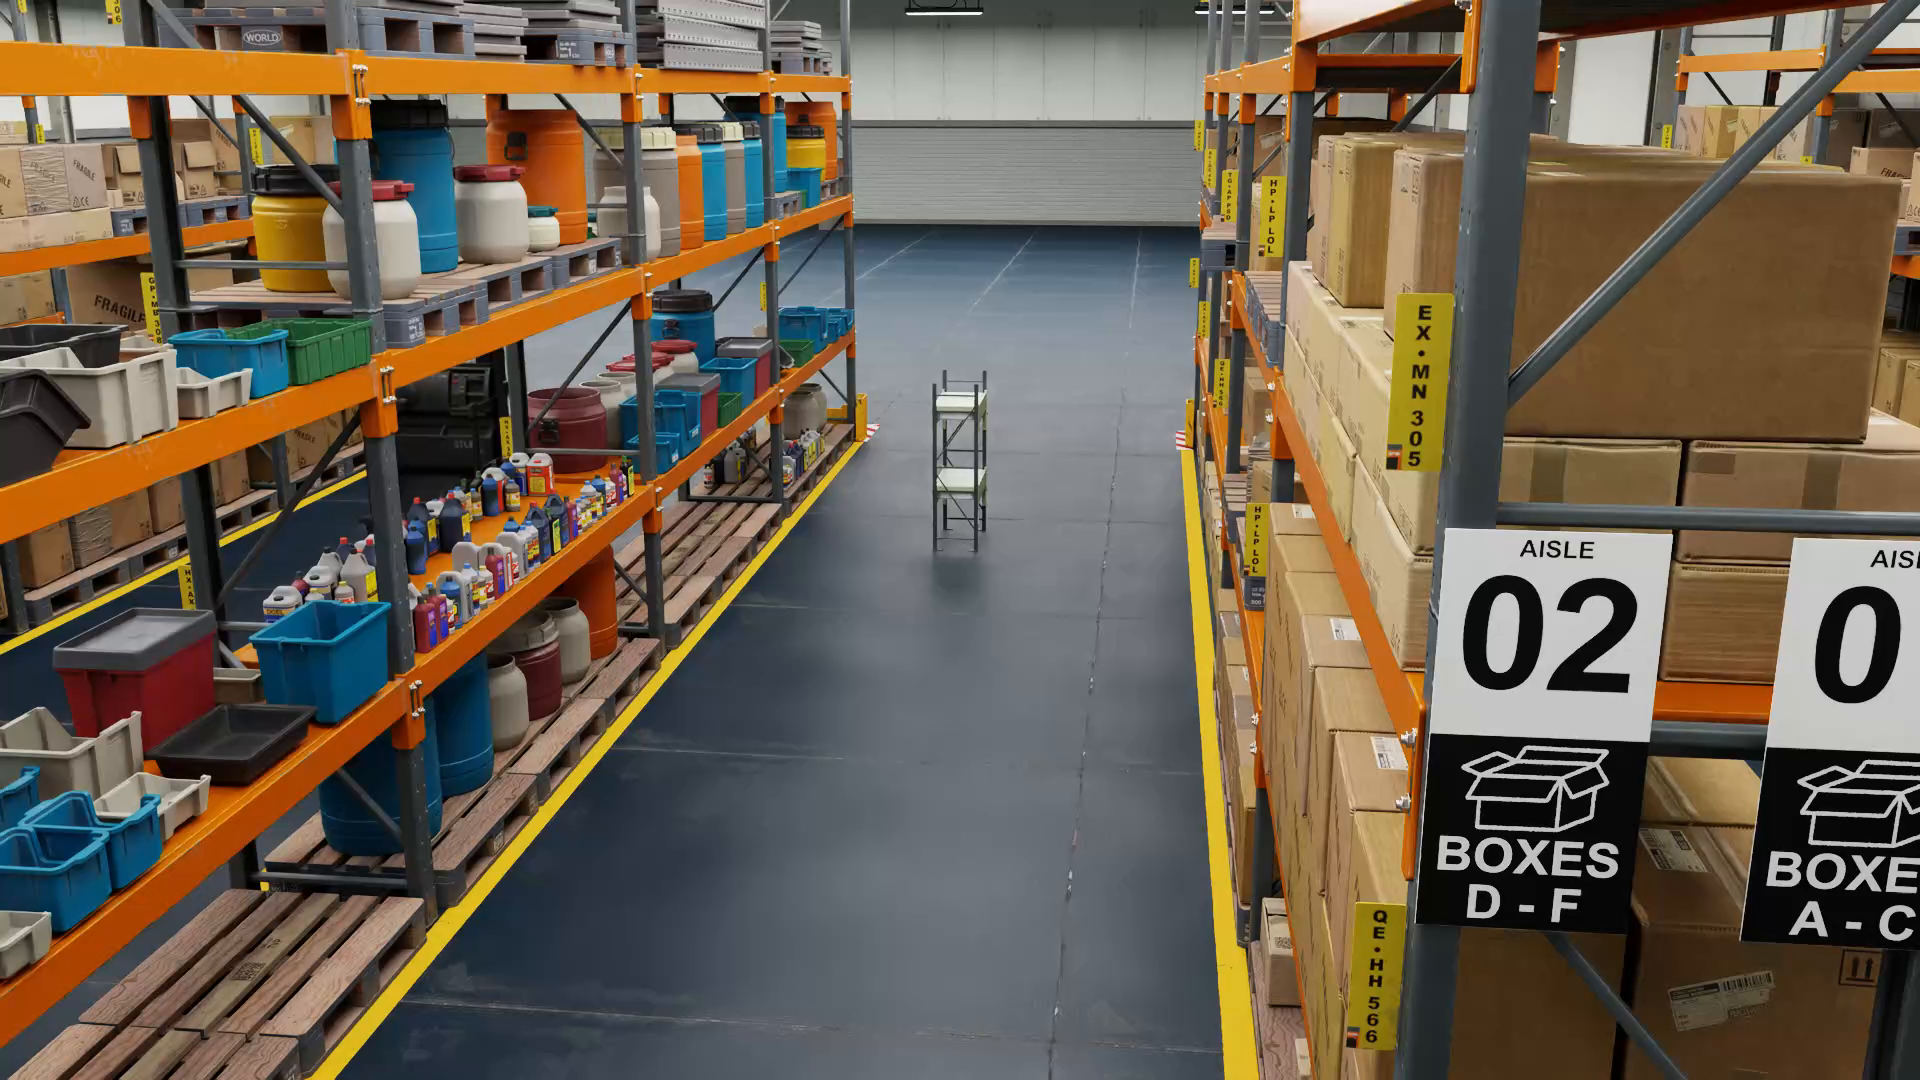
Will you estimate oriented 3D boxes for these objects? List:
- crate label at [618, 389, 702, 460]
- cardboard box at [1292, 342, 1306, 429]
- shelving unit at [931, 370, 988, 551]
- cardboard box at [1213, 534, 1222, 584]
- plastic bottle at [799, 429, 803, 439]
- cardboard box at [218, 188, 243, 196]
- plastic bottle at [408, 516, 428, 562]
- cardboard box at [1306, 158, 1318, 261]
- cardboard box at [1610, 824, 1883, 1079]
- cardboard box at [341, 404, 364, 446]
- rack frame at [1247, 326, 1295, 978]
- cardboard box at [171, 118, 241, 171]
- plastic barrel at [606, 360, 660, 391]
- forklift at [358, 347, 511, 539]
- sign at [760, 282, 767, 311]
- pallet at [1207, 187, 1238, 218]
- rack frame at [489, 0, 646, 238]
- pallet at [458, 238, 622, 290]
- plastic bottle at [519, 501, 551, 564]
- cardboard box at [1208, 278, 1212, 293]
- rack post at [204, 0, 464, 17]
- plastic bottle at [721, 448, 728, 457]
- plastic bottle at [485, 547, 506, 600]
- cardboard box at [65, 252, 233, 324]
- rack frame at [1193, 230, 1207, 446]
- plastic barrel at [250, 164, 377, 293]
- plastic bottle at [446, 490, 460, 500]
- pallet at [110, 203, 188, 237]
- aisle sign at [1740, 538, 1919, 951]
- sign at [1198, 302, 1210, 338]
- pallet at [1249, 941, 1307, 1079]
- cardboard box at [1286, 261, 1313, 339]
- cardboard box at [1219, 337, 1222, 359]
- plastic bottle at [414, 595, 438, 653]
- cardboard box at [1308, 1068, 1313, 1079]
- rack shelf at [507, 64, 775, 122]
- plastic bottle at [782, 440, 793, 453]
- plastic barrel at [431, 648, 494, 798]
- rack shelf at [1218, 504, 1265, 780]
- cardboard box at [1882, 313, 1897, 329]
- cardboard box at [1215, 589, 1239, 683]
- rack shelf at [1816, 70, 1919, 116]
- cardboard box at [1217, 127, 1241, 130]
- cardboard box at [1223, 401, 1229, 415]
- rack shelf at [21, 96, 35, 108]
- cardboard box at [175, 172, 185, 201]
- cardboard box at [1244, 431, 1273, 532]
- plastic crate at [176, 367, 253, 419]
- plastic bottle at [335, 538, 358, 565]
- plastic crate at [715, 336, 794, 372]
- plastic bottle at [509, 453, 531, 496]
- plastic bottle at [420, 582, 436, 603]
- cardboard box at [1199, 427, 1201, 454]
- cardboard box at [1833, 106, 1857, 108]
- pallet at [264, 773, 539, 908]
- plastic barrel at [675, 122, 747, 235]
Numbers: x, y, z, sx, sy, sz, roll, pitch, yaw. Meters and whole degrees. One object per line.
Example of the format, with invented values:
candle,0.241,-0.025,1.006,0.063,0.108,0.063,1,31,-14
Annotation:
crate label,-2.252,-0.877,12.590,0.502,0.435,0.616,2,15,6
cardboard box,1.475,-0.553,6.001,0.500,0.250,0.500,2,15,6
shelving unit,0.001,-0.726,14.973,0.431,1.500,0.755,2,15,6
cardboard box,2.155,0.113,12.388,0.500,0.311,0.500,1,15,5
plastic bottle,-1.664,-1.035,17.605,0.061,0.283,0.133,2,15,6
cardboard box,-6.798,-3.278,16.080,0.500,0.250,0.500,1,15,4
plastic bottle,-3.161,-0.007,9.686,0.097,0.271,0.097,0,15,0
cardboard box,2.114,-1.647,8.574,0.600,0.600,0.600,1,15,4
cardboard box,1.697,0.973,3.708,0.500,0.500,0.500,2,15,8
cardboard box,-6.862,-1.348,18.383,0.500,0.500,0.500,3,15,11
rack frame,1.837,0.574,7.292,1.000,3.000,0.127,2,15,6
cardboard box,-7.306,-3.799,15.999,0.500,0.500,0.500,1,15,5
plastic barrel,-2.639,-1.169,13.478,0.433,0.535,0.433,0,15,0
forklift,-4.645,-1.358,14.569,1.130,2.935,3.031,2,15,7
sign,-2.277,-2.836,19.373,0.100,0.325,0.005,2,15,6
pallet,2.810,-3.128,15.406,1.003,0.211,1.213,2,15,6
rack frame,-2.633,-3.506,10.889,1.000,3.000,0.127,2,15,6
pallet,-2.817,-1.771,10.582,1.003,0.211,1.213,2,15,6
plastic bottle,-2.479,-0.050,9.694,0.144,0.351,0.185,2,15,6
cardboard box,2.932,-2.804,18.351,0.380,0.149,0.250,2,15,6
rack post,-2.959,-2.650,7.866,0.937,0.300,0.954,1,15,5
plastic bottle,-2.374,-0.806,16.630,0.144,0.351,0.185,1,15,3
plastic bottle,-2.519,0.171,9.007,0.061,0.283,0.133,2,15,6
cardboard box,-7.332,-2.084,15.168,1.000,1.000,1.000,2,15,7
rack frame,3.191,-2.538,18.802,1.000,3.000,0.127,2,15,6
plastic barrel,-3.183,-1.557,8.262,0.600,0.588,0.600,0,15,0
plastic bottle,-3.148,-0.176,10.314,0.097,0.271,0.097,0,15,0
pallet,-7.393,-2.725,14.105,1.213,0.211,1.003,2,15,6
aisle sign,1.669,0.383,3.018,0.394,0.787,0.004,2,15,6
sign,2.188,-1.973,14.901,0.100,0.325,0.005,2,15,6
pallet,1.758,2.099,6.997,1.003,0.211,1.213,2,15,6
cardboard box,1.535,-0.924,6.415,0.500,0.250,0.500,2,15,6
cardboard box,2.836,-1.801,15.885,0.700,0.500,0.500,2,15,6
plastic bottle,-2.619,0.401,8.155,0.061,0.283,0.133,2,15,6
cardboard box,1.630,2.054,5.758,0.797,0.503,0.637,2,15,6
rack shelf,-2.408,-3.484,12.953,1.077,0.370,4.000,2,15,6
plastic bottle,-1.759,-0.899,17.116,0.152,0.276,0.135,2,15,6
plastic barrel,-2.926,0.913,9.253,0.600,0.901,0.708,2,15,6
rack shelf,2.062,0.403,9.304,1.077,0.370,4.000,2,15,6
cardboard box,7.922,-1.771,14.776,0.500,0.500,0.500,1,15,5
cardboard box,1.953,0.641,10.992,0.500,0.500,0.500,2,15,9
rack shelf,7.436,-3.193,11.874,1.077,0.370,4.000,2,15,6
cardboard box,3.122,-4.157,17.773,0.797,0.503,0.637,3,15,10
cardboard box,2.436,-1.156,14.170,0.380,0.149,0.250,2,15,6
rack shelf,-11.795,-4.840,17.966,1.077,0.370,4.000,2,15,6
cardboard box,-7.110,-3.132,14.706,0.396,0.266,0.258,2,15,8
cardboard box,2.036,-0.316,9.588,0.700,0.500,0.500,5,16,17
plastic crate,-2.850,-0.552,6.216,0.293,0.136,0.466,2,15,6
plastic bottle,-3.285,0.155,8.936,0.144,0.351,0.185,2,15,6
plastic crate,-1.997,-1.750,16.005,0.767,0.338,0.504,2,15,6
plastic bottle,-3.003,-0.447,11.308,0.152,0.276,0.135,2,15,6
plastic bottle,-2.739,0.321,8.610,0.097,0.201,0.097,0,15,0
cardboard box,2.800,-1.021,17.656,0.500,0.250,0.500,2,15,6
cardboard box,8.132,-3.863,15.809,0.500,0.500,0.500,2,15,6
pallet,-2.956,1.575,8.934,1.003,0.211,1.213,2,15,6
plastic barrel,-2.097,-3.030,13.913,0.600,0.901,0.600,0,15,0
